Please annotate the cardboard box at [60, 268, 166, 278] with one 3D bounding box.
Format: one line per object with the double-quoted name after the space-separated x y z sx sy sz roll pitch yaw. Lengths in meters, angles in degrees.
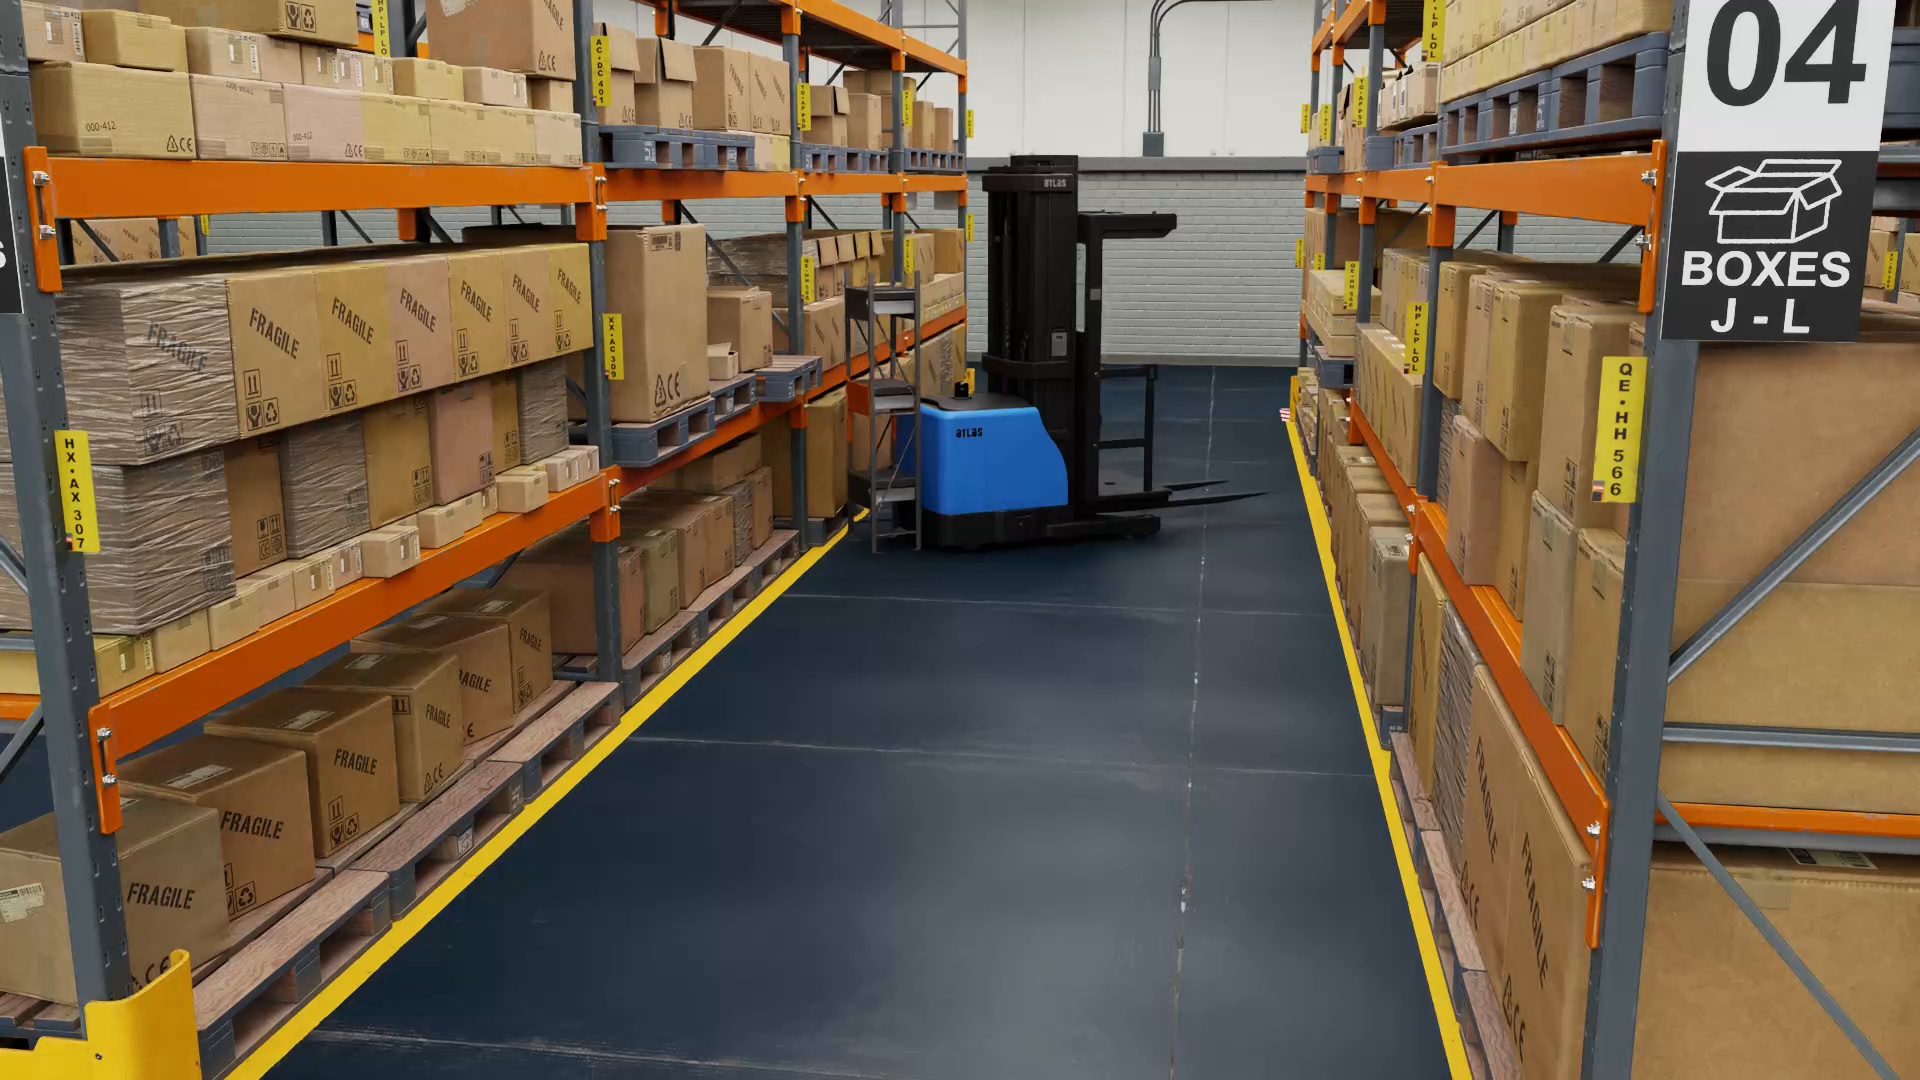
-2.972 -0.633 5.494 0.500 0.500 0.500 2 12 9 "cardboard box"

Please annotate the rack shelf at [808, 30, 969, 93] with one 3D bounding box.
-0.730 -5.023 17.598 1.077 0.370 4.000 2 12 9 "rack shelf"

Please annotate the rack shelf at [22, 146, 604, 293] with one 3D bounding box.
-2.576 -1.254 6.281 1.077 0.370 4.000 2 12 9 "rack shelf"

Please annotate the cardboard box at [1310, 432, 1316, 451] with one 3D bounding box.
3.571 -0.944 16.023 0.380 0.149 0.250 2 12 9 "cardboard box"

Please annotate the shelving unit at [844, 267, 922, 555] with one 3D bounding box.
-0.581 -0.982 12.566 0.431 2.100 0.503 -5 13 -24 "shelving unit"

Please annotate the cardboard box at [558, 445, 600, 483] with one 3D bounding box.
-2.011 -0.379 8.228 0.380 0.149 0.250 2 12 9 "cardboard box"

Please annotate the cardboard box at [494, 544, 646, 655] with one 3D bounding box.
-2.153 0.324 9.260 0.700 0.500 0.500 1 12 4 "cardboard box"

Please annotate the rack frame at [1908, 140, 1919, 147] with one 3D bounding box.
8.754 -4.833 14.059 1.000 3.000 0.127 2 12 9 "rack frame"

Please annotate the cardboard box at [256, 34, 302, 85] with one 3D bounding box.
-2.406 -1.573 5.463 0.380 0.149 0.250 2 12 9 "cardboard box"

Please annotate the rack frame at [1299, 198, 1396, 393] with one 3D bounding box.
4.463 -2.872 19.201 1.000 3.000 0.127 2 12 9 "rack frame"

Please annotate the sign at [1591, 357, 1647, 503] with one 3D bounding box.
1.468 -0.244 3.694 0.100 0.325 0.005 2 12 9 "sign"

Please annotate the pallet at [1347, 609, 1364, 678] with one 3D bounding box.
2.846 0.571 9.842 1.003 0.211 1.213 2 12 9 "pallet"

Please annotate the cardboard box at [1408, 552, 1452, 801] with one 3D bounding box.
2.451 0.588 7.192 0.875 0.875 0.875 2 12 10 "cardboard box"

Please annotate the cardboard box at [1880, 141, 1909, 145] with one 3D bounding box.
8.536 -3.698 14.999 0.396 0.266 0.258 2 12 10 "cardboard box"

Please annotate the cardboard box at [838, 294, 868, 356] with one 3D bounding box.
-1.078 -1.848 14.211 0.500 0.500 0.500 2 12 9 "cardboard box"

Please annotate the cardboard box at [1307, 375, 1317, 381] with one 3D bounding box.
4.001 -1.713 18.179 0.380 0.149 0.250 1 12 6 "cardboard box"

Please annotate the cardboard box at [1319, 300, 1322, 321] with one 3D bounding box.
3.055 -1.821 13.216 0.380 0.149 0.250 2 12 10 "cardboard box"

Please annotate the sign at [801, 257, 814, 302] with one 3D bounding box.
-1.116 -1.900 12.131 0.100 0.325 0.005 2 12 9 "sign"

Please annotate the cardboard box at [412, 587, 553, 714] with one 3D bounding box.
-2.369 0.543 8.292 0.500 0.500 0.500 1 12 7 "cardboard box"

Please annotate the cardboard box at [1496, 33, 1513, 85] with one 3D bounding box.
1.991 -1.590 5.496 0.380 0.149 0.250 2 12 9 "cardboard box"

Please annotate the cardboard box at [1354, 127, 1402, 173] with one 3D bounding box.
3.069 -2.849 11.737 0.500 0.500 0.500 2 12 9 "cardboard box"

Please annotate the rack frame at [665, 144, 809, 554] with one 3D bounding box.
-1.653 -1.389 12.317 1.000 3.000 0.127 2 12 9 "rack frame"

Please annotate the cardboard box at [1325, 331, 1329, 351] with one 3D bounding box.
2.894 -1.459 12.241 0.380 0.149 0.250 2 12 8 "cardboard box"

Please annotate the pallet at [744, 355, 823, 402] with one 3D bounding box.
-1.658 -1.143 11.633 1.213 0.211 1.003 2 12 9 "pallet"

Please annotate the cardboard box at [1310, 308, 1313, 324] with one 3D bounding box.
3.253 -1.945 14.498 0.380 0.149 0.250 2 12 9 "cardboard box"

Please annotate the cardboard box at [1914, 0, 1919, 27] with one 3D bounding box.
2.371 -1.200 3.685 0.380 0.149 0.250 2 12 9 "cardboard box"

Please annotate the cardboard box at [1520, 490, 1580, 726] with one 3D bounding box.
2.077 0.191 4.630 0.875 0.550 0.550 2 12 9 "cardboard box"

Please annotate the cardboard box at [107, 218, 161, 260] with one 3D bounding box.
-10.084 -3.707 20.462 0.500 0.500 0.500 2 12 10 "cardboard box"

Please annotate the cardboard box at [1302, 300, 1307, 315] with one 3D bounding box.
3.996 -2.584 18.460 0.380 0.149 0.250 2 12 7 "cardboard box"

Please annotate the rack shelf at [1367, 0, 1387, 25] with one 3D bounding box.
2.925 -3.176 9.027 1.077 0.370 4.000 2 12 9 "rack shelf"

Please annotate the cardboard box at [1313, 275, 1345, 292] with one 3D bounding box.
3.213 -2.182 14.187 0.380 0.149 0.250 2 12 8 "cardboard box"

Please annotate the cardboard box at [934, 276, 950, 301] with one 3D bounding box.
-0.392 -2.805 18.539 0.500 0.250 0.500 1 12 7 "cardboard box"

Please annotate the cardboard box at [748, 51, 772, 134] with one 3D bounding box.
-1.548 -2.934 10.942 0.500 0.500 0.500 2 12 9 "cardboard box"

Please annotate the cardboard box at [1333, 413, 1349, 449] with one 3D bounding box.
3.145 -0.813 12.803 0.500 0.250 0.500 2 12 9 "cardboard box"

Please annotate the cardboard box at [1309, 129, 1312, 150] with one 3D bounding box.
4.137 -4.425 18.453 0.500 0.250 0.500 2 12 10 "cardboard box"

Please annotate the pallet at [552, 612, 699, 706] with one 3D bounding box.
-2.150 0.645 9.499 1.003 0.211 1.213 2 12 9 "pallet"

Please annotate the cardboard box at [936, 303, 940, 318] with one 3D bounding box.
-0.426 -2.474 17.949 0.380 0.149 0.250 2 12 7 "cardboard box"

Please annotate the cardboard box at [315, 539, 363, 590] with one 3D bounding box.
-2.419 0.087 6.064 0.380 0.149 0.250 2 12 9 "cardboard box"

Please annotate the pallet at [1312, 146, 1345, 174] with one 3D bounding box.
3.491 -3.073 13.458 1.213 0.211 1.003 2 12 9 "pallet"

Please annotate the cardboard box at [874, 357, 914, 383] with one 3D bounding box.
-1.117 -1.254 15.739 1.225 0.875 0.875 2 12 9 "cardboard box"

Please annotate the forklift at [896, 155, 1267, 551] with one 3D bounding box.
1.030 -1.538 13.174 3.031 2.935 1.130 -5 13 -24 "forklift"

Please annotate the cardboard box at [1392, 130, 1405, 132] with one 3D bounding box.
3.023 -2.740 10.831 0.380 0.149 0.250 1 12 6 "cardboard box"

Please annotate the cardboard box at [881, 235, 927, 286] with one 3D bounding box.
-0.628 -2.854 16.985 0.500 0.500 0.500 2 12 9 "cardboard box"

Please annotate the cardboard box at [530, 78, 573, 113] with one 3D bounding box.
-2.033 -2.067 7.753 0.380 0.149 0.250 2 12 10 "cardboard box"

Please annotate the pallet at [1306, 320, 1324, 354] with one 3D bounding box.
3.586 -1.791 14.641 1.003 0.211 1.213 2 12 9 "pallet"

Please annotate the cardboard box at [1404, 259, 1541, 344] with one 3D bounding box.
2.922 -1.333 9.447 0.700 0.500 0.500 2 12 8 "cardboard box"

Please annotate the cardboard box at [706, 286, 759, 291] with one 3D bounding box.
-1.697 -1.529 11.734 0.500 0.500 0.500 0 12 2 "cardboard box"

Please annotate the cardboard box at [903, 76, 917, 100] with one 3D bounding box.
-0.743 -4.770 17.634 0.500 0.250 0.500 1 12 7 "cardboard box"

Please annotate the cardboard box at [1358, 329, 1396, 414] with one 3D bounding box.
2.821 -1.065 10.578 0.500 0.500 0.500 2 12 8 "cardboard box"

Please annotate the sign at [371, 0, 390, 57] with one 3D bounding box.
-2.817 -2.485 8.121 0.100 0.325 0.005 2 12 9 "sign"

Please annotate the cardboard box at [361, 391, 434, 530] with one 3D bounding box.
-2.605 -0.346 6.533 0.875 0.500 0.500 2 12 9 "cardboard box"

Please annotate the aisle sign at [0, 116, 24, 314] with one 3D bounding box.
-2.597 -0.971 4.211 0.394 0.787 0.004 2 12 9 "aisle sign"

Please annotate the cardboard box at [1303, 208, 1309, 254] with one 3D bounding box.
4.131 -3.470 18.660 0.500 0.500 0.500 2 12 8 "cardboard box"

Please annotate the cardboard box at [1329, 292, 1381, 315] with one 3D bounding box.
2.855 -1.697 11.935 0.380 0.149 0.250 1 12 6 "cardboard box"
